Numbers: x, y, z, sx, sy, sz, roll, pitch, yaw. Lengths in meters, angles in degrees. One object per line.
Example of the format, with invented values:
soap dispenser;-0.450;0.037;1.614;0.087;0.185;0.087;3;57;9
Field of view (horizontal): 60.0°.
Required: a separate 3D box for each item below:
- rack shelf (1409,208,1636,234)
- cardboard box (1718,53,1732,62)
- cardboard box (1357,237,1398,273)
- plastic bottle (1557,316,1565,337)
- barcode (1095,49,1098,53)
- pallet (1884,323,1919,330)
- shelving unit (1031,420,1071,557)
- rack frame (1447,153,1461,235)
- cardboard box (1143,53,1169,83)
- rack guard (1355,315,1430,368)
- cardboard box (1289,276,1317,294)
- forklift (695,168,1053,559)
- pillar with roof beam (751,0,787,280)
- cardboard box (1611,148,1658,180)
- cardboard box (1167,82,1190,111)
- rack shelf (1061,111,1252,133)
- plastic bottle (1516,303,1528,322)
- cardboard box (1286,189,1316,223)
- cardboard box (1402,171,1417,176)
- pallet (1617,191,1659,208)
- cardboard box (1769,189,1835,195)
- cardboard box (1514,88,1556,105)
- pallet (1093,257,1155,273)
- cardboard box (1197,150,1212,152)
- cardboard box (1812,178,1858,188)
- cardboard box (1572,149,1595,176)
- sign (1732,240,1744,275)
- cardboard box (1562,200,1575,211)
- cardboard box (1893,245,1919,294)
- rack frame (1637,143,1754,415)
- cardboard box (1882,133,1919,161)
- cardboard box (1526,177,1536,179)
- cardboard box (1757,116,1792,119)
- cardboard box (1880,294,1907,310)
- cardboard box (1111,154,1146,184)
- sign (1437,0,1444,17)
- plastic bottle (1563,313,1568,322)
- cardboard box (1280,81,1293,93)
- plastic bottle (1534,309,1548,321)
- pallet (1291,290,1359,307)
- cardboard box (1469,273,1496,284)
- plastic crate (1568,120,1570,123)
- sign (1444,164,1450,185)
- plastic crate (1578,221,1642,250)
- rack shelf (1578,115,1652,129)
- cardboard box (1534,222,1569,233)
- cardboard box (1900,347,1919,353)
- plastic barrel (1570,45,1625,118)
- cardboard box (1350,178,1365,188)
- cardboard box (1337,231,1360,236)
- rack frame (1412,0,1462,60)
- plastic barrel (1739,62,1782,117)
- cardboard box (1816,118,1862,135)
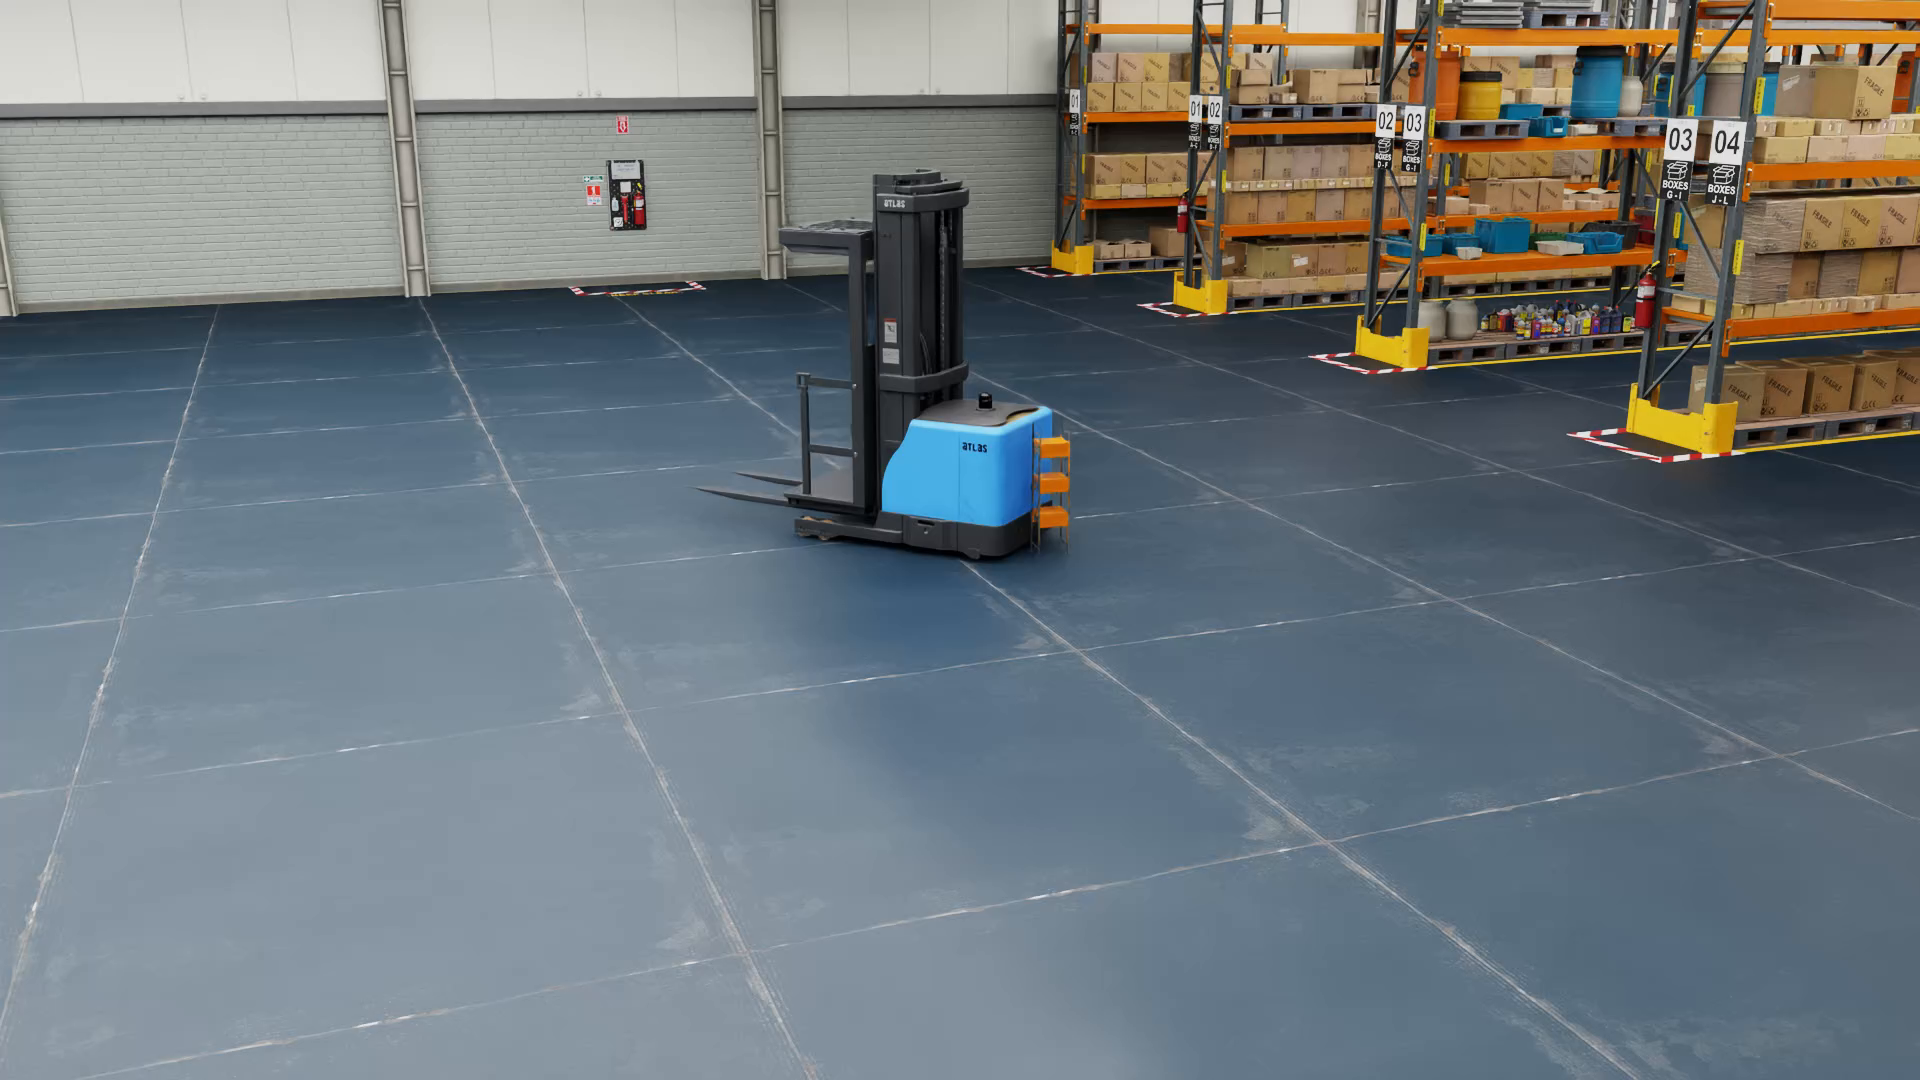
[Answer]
rack shelf;9.355;-5.316;27.655;4.000;0.370;1.077;-6;17;-20
cardboard box;15.375;-9.701;33.999;0.500;0.500;0.500;-7;18;-23
cardboard box;6.661;-4.550;26.573;0.500;0.500;0.500;-6;17;-20
plastic bottle;7.928;-2.821;21.942;0.097;0.271;0.097;0;16;0
barcode;2.460;-8.817;29.960;0.075;0.075;0.001;-6;17;-20
pallet;13.712;-3.312;24.502;1.213;0.211;1.003;-6;17;-20
shelving unit;0.714;-0.407;13.119;0.252;1.050;0.215;-4;17;-15
rack frame;9.446;-7.166;32.677;0.127;3.000;1.000;-6;17;-20
cardboard box;3.384;-8.403;29.578;0.500;0.500;0.500;-6;17;-19
rack guard;5.575;-2.574;21.475;0.348;0.500;1.175;-6;17;-20
cardboard box;5.265;-4.036;26.153;0.500;0.250;0.500;-6;17;-20
forklift;-0.788;-1.527;13.596;3.031;2.935;1.130;8;18;26
pillar with roof beam;-1.742;-7.799;24.184;0.400;9.000;9.100;-6;17;-20
cardboard box;13.694;-7.764;34.180;0.700;0.700;0.980;-6;17;-19
cardboard box;3.868;-7.982;29.919;0.500;0.500;0.500;-5;17;-17
rack shelf;3.843;-7.655;30.296;4.000;0.370;1.077;-6;17;-20
plastic bottle;7.607;-3.043;22.559;0.185;0.351;0.144;-5;17;-18
cardboard box;5.147;-5.251;25.978;0.500;0.500;0.700;-6;17;-20
cardboard box;7.075;-6.084;26.512;0.500;0.500;0.700;-6;17;-20
pallet;11.830;-5.858;28.563;1.003;0.211;1.213;-6;17;-20
cardboard box;8.651;-3.342;17.176;0.500;0.500;0.500;-6;17;-20
cardboard box;9.294;-7.205;27.008;0.500;0.250;0.500;-8;18;-25
pallet;2.818;-5.102;30.597;1.213;0.211;1.003;-6;17;-20
cardboard box;4.713;-7.017;31.068;0.500;0.500;0.500;-6;17;-20
cardboard box;15.531;-6.294;29.531;0.500;0.500;0.500;-6;17;-19
cardboard box;12.368;-7.603;33.424;0.500;0.500;0.500;-6;17;-20
sign;7.487;-2.722;16.009;0.005;0.325;0.100;-6;17;-20
cardboard box;10.052;-5.599;27.788;0.250;0.149;0.380;-5;17;-16
cardboard box;9.676;-2.897;17.433;0.500;0.500;0.875;-6;17;-20
rack frame;7.293;-2.450;16.617;0.127;3.000;1.000;-6;17;-20
cardboard box;9.263;-3.954;16.682;0.500;0.250;0.500;-6;17;-18
cardboard box;11.265;-7.185;33.152;0.250;0.149;0.380;-6;17;-20
cardboard box;8.168;-4.202;16.818;0.250;0.149;0.380;-6;17;-20
cardboard box;9.527;-2.486;17.187;0.250;0.149;0.380;-6;17;-20
cardboard box;2.994;-6.673;29.899;0.500;0.500;0.500;-6;17;-20
sign;5.714;-6.386;19.744;0.005;0.325;0.100;-6;17;-20
plastic bottle;8.085;-2.884;22.135;0.133;0.283;0.061;-6;17;-20
cardboard box;5.252;-6.963;25.827;0.500;0.311;0.500;-4;17;-14
plastic bottle;7.857;-2.990;22.509;0.135;0.276;0.152;-6;17;-20
pallet;5.588;-3.929;26.602;1.213;0.211;1.003;-6;17;-20
cardboard box;8.430;-4.369;27.286;0.500;0.250;0.500;-6;17;-19
plastic crate;7.685;-5.406;21.737;0.450;0.188;0.336;-6;17;-20
sign;7.687;-5.767;26.237;0.005;0.325;0.100;-6;17;-20
plastic crate;8.722;-4.107;22.371;0.504;0.338;0.767;-6;17;-20
rack shelf;9.355;-6.756;27.233;4.000;0.370;1.077;-6;17;-20
cardboard box;11.792;-6.549;33.647;0.750;0.750;0.750;-6;17;-18
cardboard box;10.640;-1.825;18.182;0.500;0.500;0.500;-7;18;-22
plastic barrel;8.288;-5.965;21.630;0.708;0.901;0.600;-6;17;-20
cardboard box;6.124;-5.608;26.042;0.250;0.149;0.380;-6;17;-18
cardboard box;7.348;-5.959;32.223;0.500;0.500;0.700;-6;17;-19
rack frame;7.487;-8.338;26.022;0.127;3.000;1.000;-6;17;-20
plastic barrel;10.875;-6.076;22.753;0.708;0.901;0.600;-6;17;-20
cardboard box;8.610;-4.066;16.355;0.250;0.149;0.380;-6;17;-20
